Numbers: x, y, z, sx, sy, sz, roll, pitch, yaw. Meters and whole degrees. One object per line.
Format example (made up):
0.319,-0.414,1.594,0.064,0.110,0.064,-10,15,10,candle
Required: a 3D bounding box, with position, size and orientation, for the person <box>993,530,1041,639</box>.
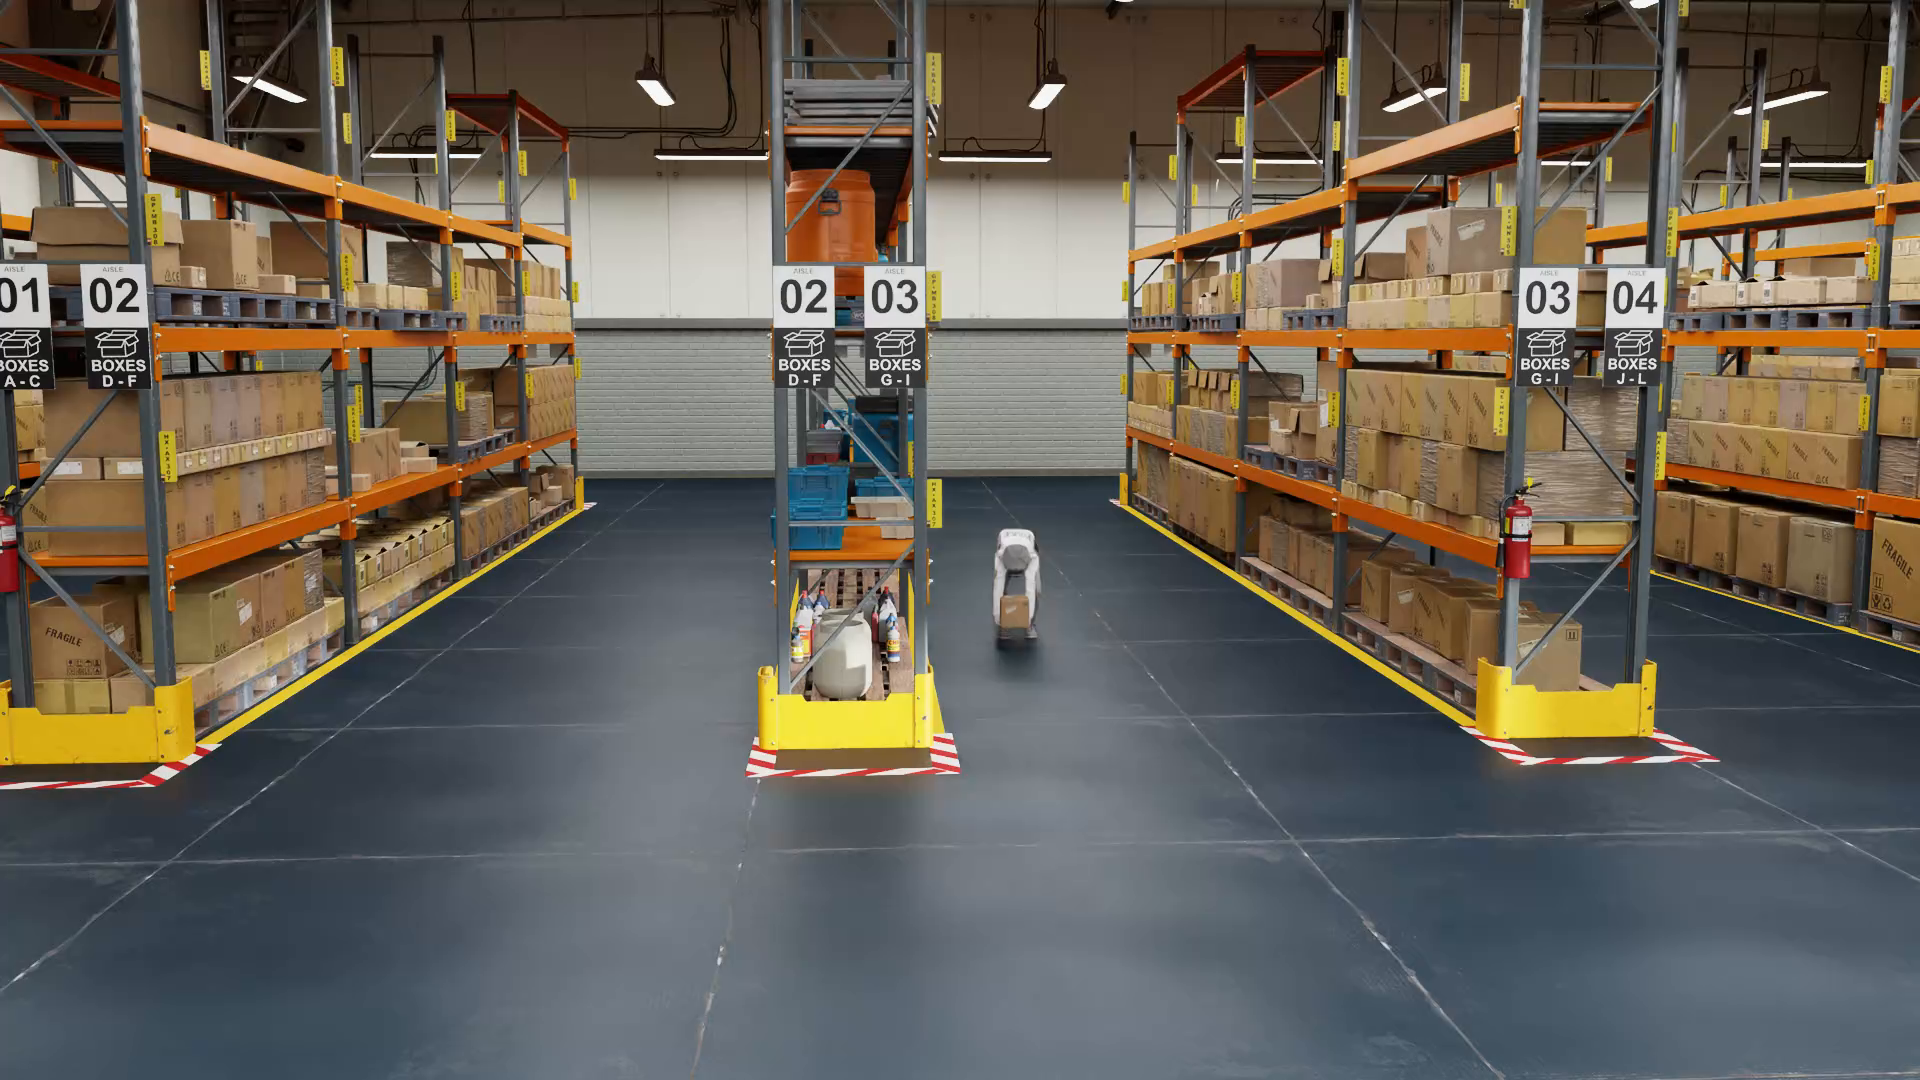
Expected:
0.518,0.424,15.066,0.431,0.990,0.912,0,7,2,person
